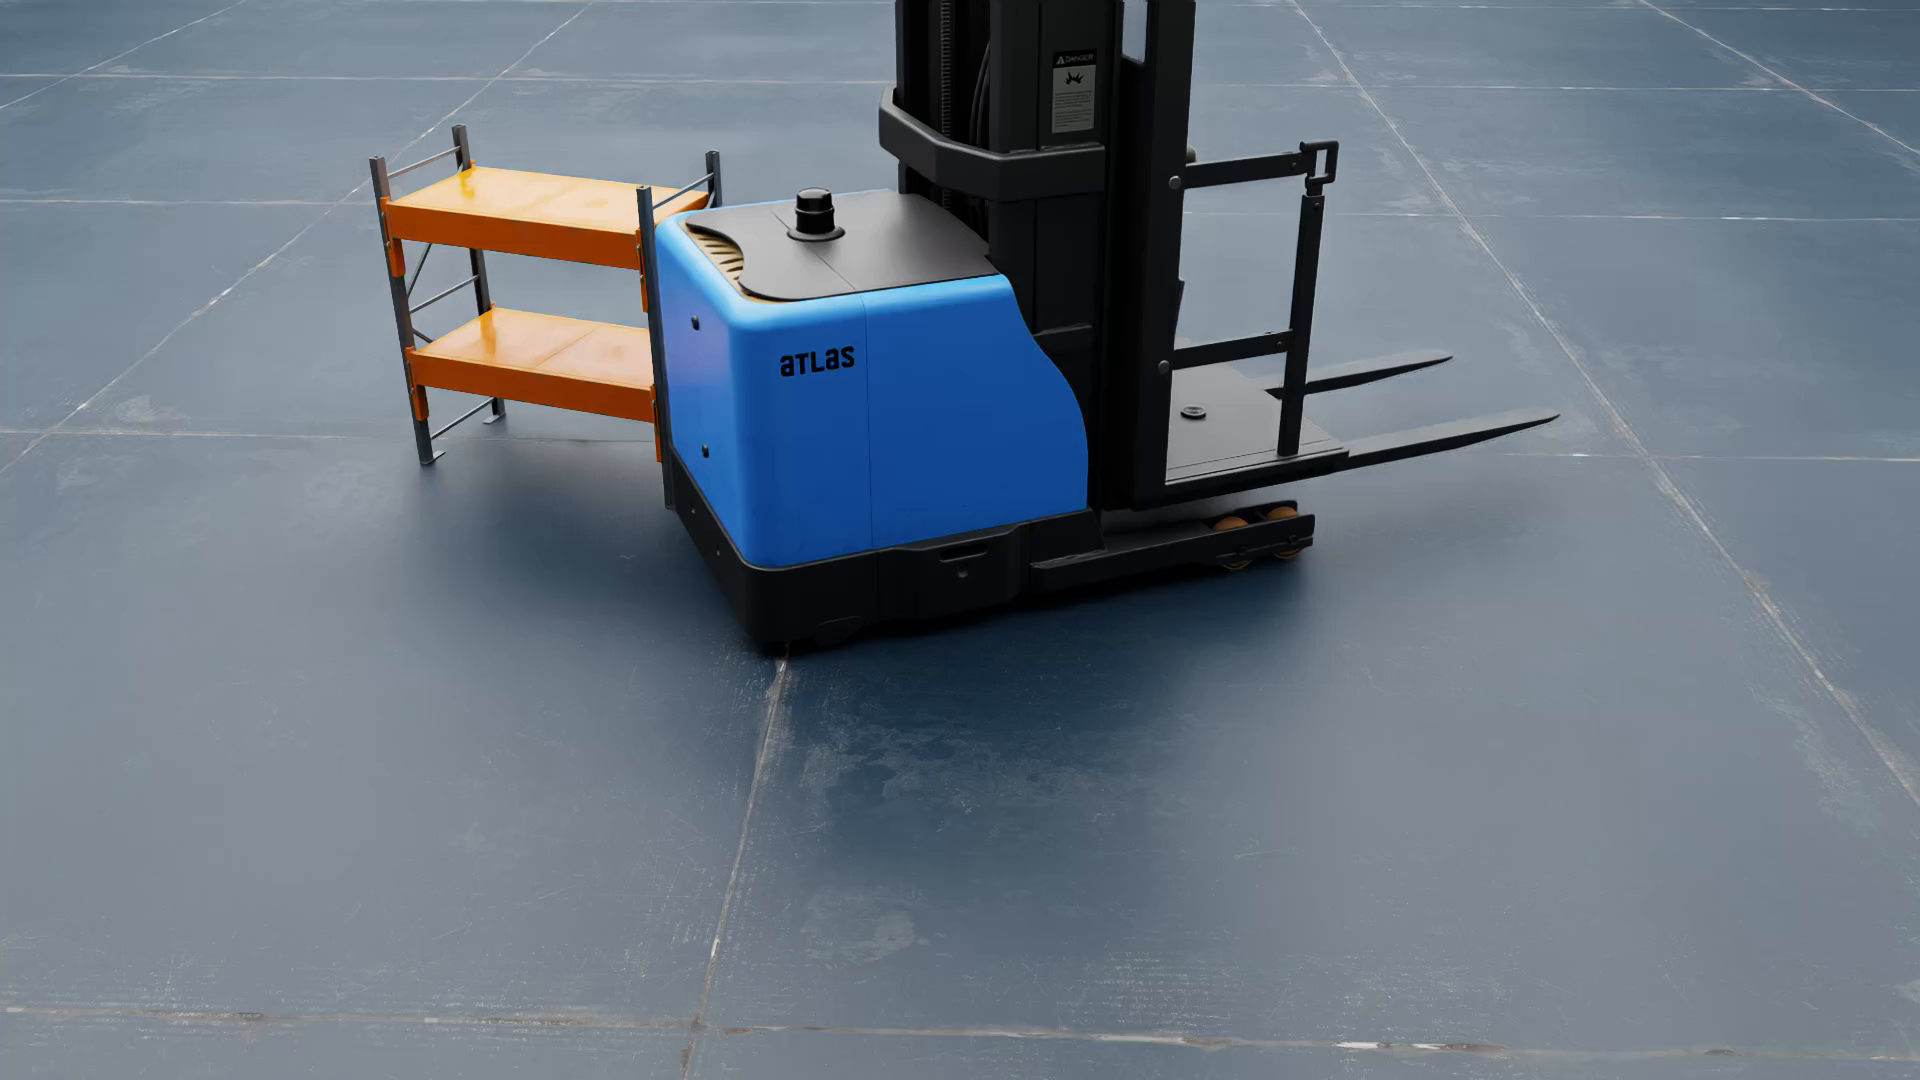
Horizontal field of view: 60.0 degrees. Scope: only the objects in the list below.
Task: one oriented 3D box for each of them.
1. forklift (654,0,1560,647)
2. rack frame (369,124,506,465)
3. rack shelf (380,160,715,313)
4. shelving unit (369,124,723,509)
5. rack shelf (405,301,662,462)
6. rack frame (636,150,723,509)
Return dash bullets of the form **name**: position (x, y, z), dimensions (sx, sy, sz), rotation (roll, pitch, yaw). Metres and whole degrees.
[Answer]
- **forklift**: position (0.608, -1.416, 5.084), dimensions (3.031, 2.935, 1.130), rotation (-11, 30, -20)
- **rack frame**: position (-1.868, -0.882, 6.004), dimensions (0.032, 1.125, 0.500), rotation (10, 30, 18)
- **rack shelf**: position (-1.392, -1.057, 5.709), dimensions (1.000, 0.278, 0.538), rotation (10, 30, 18)
- **shelving unit**: position (-1.392, -0.798, 5.846), dimensions (1.048, 1.125, 0.538), rotation (10, 30, 18)
- **rack shelf**: position (-1.392, -0.582, 5.961), dimensions (1.000, 0.278, 0.538), rotation (10, 30, 18)
- **rack frame**: position (-0.917, -0.714, 5.688), dimensions (0.032, 1.125, 0.500), rotation (10, 30, 18)
